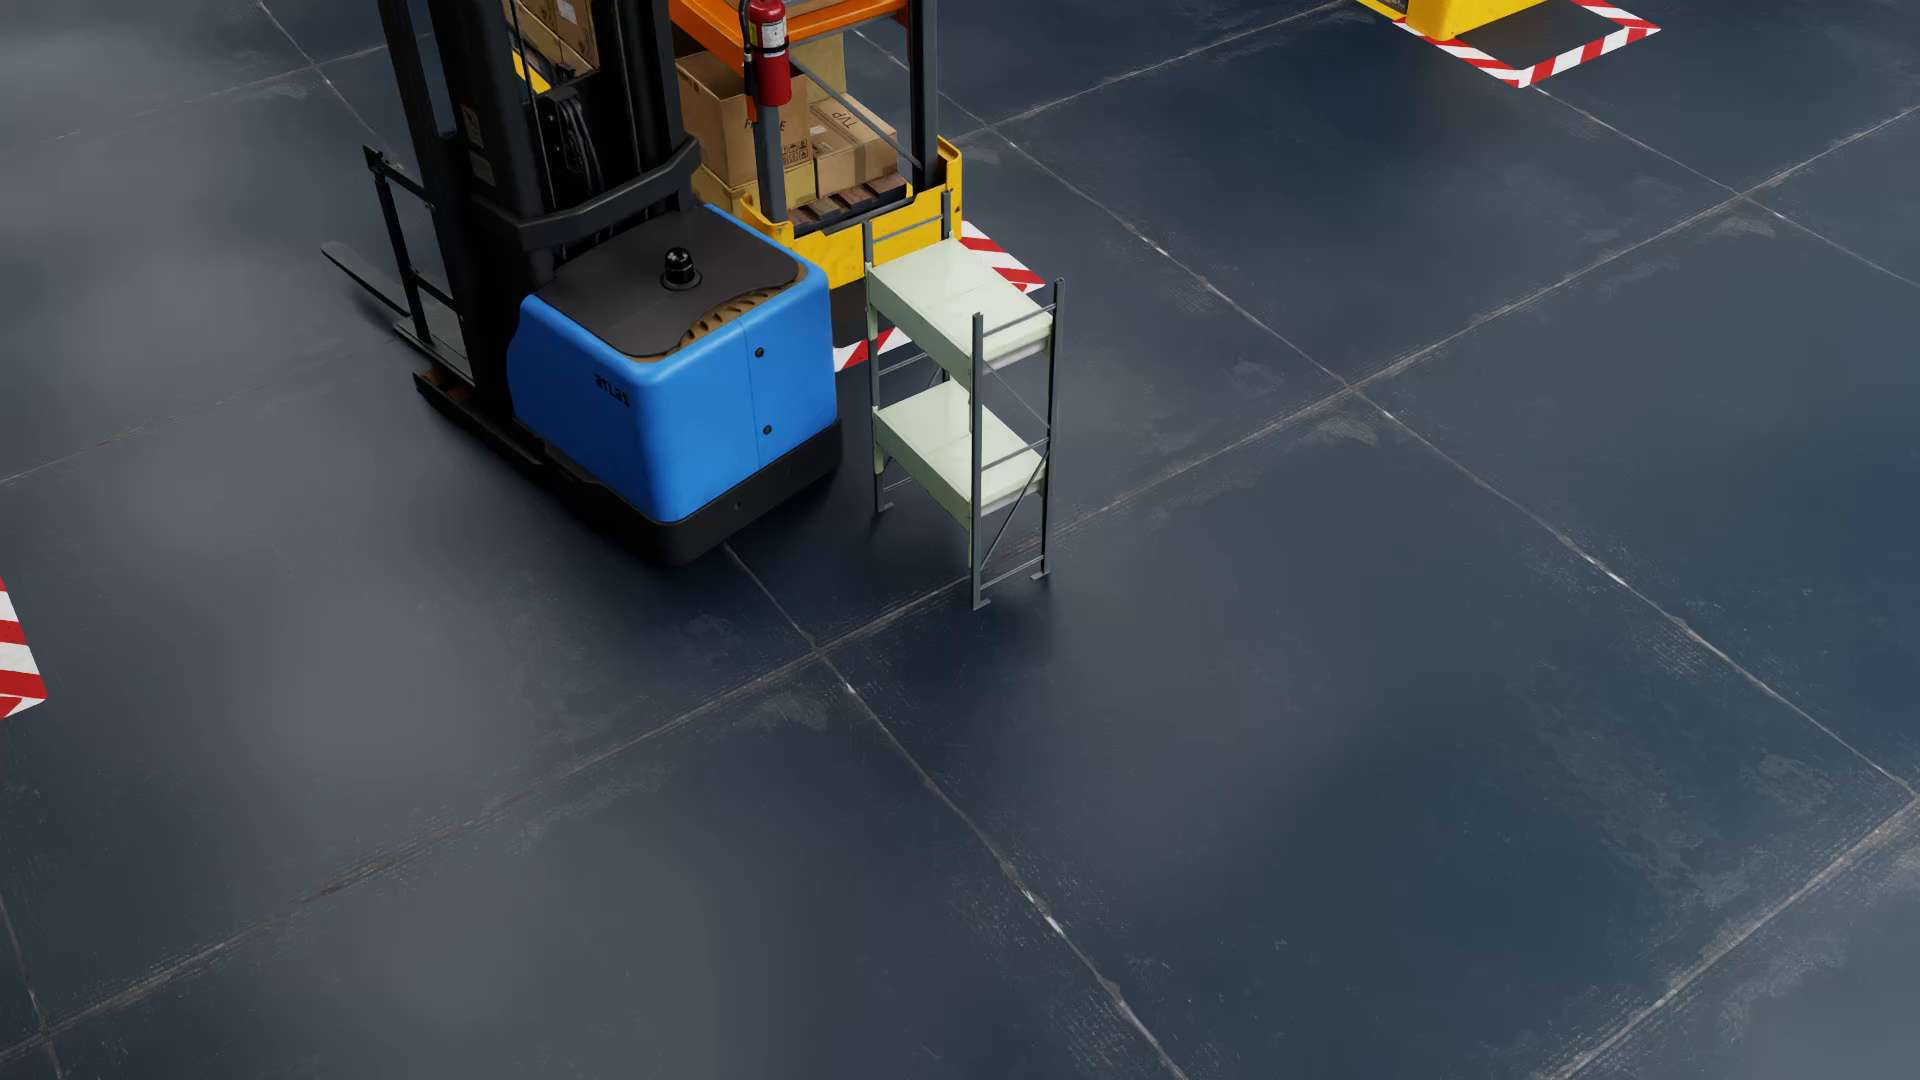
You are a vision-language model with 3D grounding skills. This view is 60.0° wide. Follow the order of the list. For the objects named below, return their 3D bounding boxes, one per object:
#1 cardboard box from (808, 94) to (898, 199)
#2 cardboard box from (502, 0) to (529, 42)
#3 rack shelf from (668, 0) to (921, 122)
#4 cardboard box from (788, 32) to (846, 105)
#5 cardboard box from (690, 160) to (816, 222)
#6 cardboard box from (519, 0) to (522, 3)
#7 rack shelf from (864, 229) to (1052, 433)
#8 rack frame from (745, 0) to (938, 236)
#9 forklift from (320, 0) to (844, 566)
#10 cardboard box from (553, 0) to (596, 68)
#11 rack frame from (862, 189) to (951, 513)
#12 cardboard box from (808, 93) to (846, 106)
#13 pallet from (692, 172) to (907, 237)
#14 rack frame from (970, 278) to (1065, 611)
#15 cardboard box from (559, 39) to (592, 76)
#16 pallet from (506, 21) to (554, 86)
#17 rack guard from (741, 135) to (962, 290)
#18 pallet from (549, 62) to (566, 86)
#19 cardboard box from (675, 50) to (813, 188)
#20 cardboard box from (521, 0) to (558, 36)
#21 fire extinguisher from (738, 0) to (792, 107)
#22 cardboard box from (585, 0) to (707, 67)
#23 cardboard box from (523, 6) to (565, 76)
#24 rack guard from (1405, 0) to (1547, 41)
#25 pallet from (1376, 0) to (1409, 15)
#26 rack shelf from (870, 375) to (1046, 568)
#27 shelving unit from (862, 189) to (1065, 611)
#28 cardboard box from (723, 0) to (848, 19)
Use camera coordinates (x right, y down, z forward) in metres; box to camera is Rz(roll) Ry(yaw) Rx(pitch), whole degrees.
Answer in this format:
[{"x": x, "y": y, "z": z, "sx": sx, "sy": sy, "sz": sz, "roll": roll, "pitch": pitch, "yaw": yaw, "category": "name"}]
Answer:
[{"x": -0.682, "y": -2.134, "z": 8.991, "sx": 0.500, "sy": 0.250, "sz": 0.500, "roll": -26, "pitch": 49, "yaw": -24, "category": "cardboard box"}, {"x": -2.547, "y": -3.340, "z": 10.255, "sx": 0.500, "sy": 0.250, "sz": 0.500, "roll": -26, "pitch": 49, "yaw": -24, "category": "cardboard box"}, {"x": -1.701, "y": -3.458, "z": 9.211, "sx": 1.077, "sy": 0.370, "sz": 4.000, "roll": -26, "pitch": 49, "yaw": -24, "category": "rack shelf"}, {"x": -0.969, "y": -2.688, "z": 9.028, "sx": 0.500, "sy": 0.500, "sz": 0.500, "roll": -26, "pitch": 49, "yaw": -24, "category": "cardboard box"}, {"x": -1.106, "y": -1.929, "z": 8.777, "sx": 0.500, "sy": 0.250, "sz": 0.500, "roll": -26, "pitch": 49, "yaw": -24, "category": "cardboard box"}, {"x": -2.545, "y": -3.613, "z": 9.997, "sx": 0.500, "sy": 0.500, "sz": 0.500, "roll": -26, "pitch": 49, "yaw": -24, "category": "cardboard box"}, {"x": 0.004, "y": -0.821, "z": 6.450, "sx": 0.431, "sy": 0.370, "sz": 0.720, "roll": -26, "pitch": 49, "yaw": -24, "category": "rack shelf"}, {"x": -0.557, "y": -2.585, "z": 7.777, "sx": 1.000, "sy": 3.000, "sz": 0.127, "roll": -26, "pitch": 49, "yaw": -24, "category": "rack frame"}, {"x": -1.943, "y": -1.850, "z": 7.056, "sx": 3.031, "sy": 2.935, "sz": 1.130, "roll": 33, "pitch": 53, "yaw": 30, "category": "forklift"}, {"x": -1.977, "y": -3.044, "z": 9.401, "sx": 0.500, "sy": 0.500, "sz": 0.500, "roll": -26, "pitch": 49, "yaw": -24, "category": "cardboard box"}, {"x": -0.206, "y": -0.746, "z": 6.936, "sx": 0.400, "sy": 1.500, "sz": 0.023, "roll": -26, "pitch": 49, "yaw": -24, "category": "rack frame"}, {"x": -0.971, "y": -2.416, "z": 9.286, "sx": 0.500, "sy": 0.250, "sz": 0.500, "roll": -26, "pitch": 49, "yaw": -24, "category": "cardboard box"}, {"x": -1.029, "y": -1.993, "z": 9.176, "sx": 1.003, "sy": 0.211, "sz": 1.213, "roll": -26, "pitch": 49, "yaw": -24, "category": "pallet"}, {"x": 0.213, "y": -0.331, "z": 6.502, "sx": 0.400, "sy": 1.500, "sz": 0.023, "roll": -26, "pitch": 49, "yaw": -24, "category": "rack frame"}, {"x": -1.974, "y": -2.774, "z": 9.662, "sx": 0.500, "sy": 0.250, "sz": 0.500, "roll": -26, "pitch": 49, "yaw": -24, "category": "cardboard box"}, {"x": -2.425, "y": -3.375, "z": 10.623, "sx": 1.003, "sy": 0.211, "sz": 1.213, "roll": -26, "pitch": 49, "yaw": -24, "category": "pallet"}, {"x": -0.543, "y": -1.667, "z": 8.625, "sx": 1.175, "sy": 0.500, "sz": 0.348, "roll": -26, "pitch": 49, "yaw": -24, "category": "rack guard"}, {"x": -1.723, "y": -2.683, "z": 9.899, "sx": 1.003, "sy": 0.211, "sz": 1.213, "roll": -26, "pitch": 49, "yaw": -24, "category": "pallet"}, {"x": -1.108, "y": -2.200, "z": 8.517, "sx": 0.500, "sy": 0.500, "sz": 0.500, "roll": -26, "pitch": 49, "yaw": -24, "category": "cardboard box"}, {"x": -2.265, "y": -3.326, "z": 9.697, "sx": 0.500, "sy": 0.500, "sz": 0.500, "roll": -26, "pitch": 49, "yaw": -24, "category": "cardboard box"}, {"x": -0.871, "y": -2.307, "z": 7.541, "sx": 0.296, "sy": 0.674, "sz": 0.183, "roll": -26, "pitch": 49, "yaw": -24, "category": "fire extinguisher"}, {"x": -1.692, "y": -2.760, "z": 9.104, "sx": 0.500, "sy": 0.500, "sz": 0.500, "roll": -26, "pitch": 49, "yaw": -24, "category": "cardboard box"}, {"x": -2.265, "y": -3.055, "z": 9.956, "sx": 0.500, "sy": 0.250, "sz": 0.500, "roll": -26, "pitch": 49, "yaw": -24, "category": "cardboard box"}, {"x": 3.426, "y": -3.660, "z": 10.713, "sx": 1.175, "sy": 0.500, "sz": 0.348, "roll": -26, "pitch": 49, "yaw": -24, "category": "rack guard"}, {"x": 2.965, "y": -4.018, "z": 11.297, "sx": 1.003, "sy": 0.211, "sz": 1.213, "roll": -26, "pitch": 49, "yaw": -24, "category": "pallet"}, {"x": 0.004, "y": -0.303, "z": 6.944, "sx": 0.431, "sy": 0.370, "sz": 0.720, "roll": -26, "pitch": 49, "yaw": -24, "category": "rack shelf"}, {"x": 0.004, "y": -0.539, "z": 6.719, "sx": 0.431, "sy": 1.500, "sz": 0.755, "roll": -26, "pitch": 49, "yaw": -24, "category": "shelving unit"}, {"x": -0.814, "y": -2.891, "z": 8.024, "sx": 0.700, "sy": 0.500, "sz": 0.500, "roll": -26, "pitch": 49, "yaw": -24, "category": "cardboard box"}]
